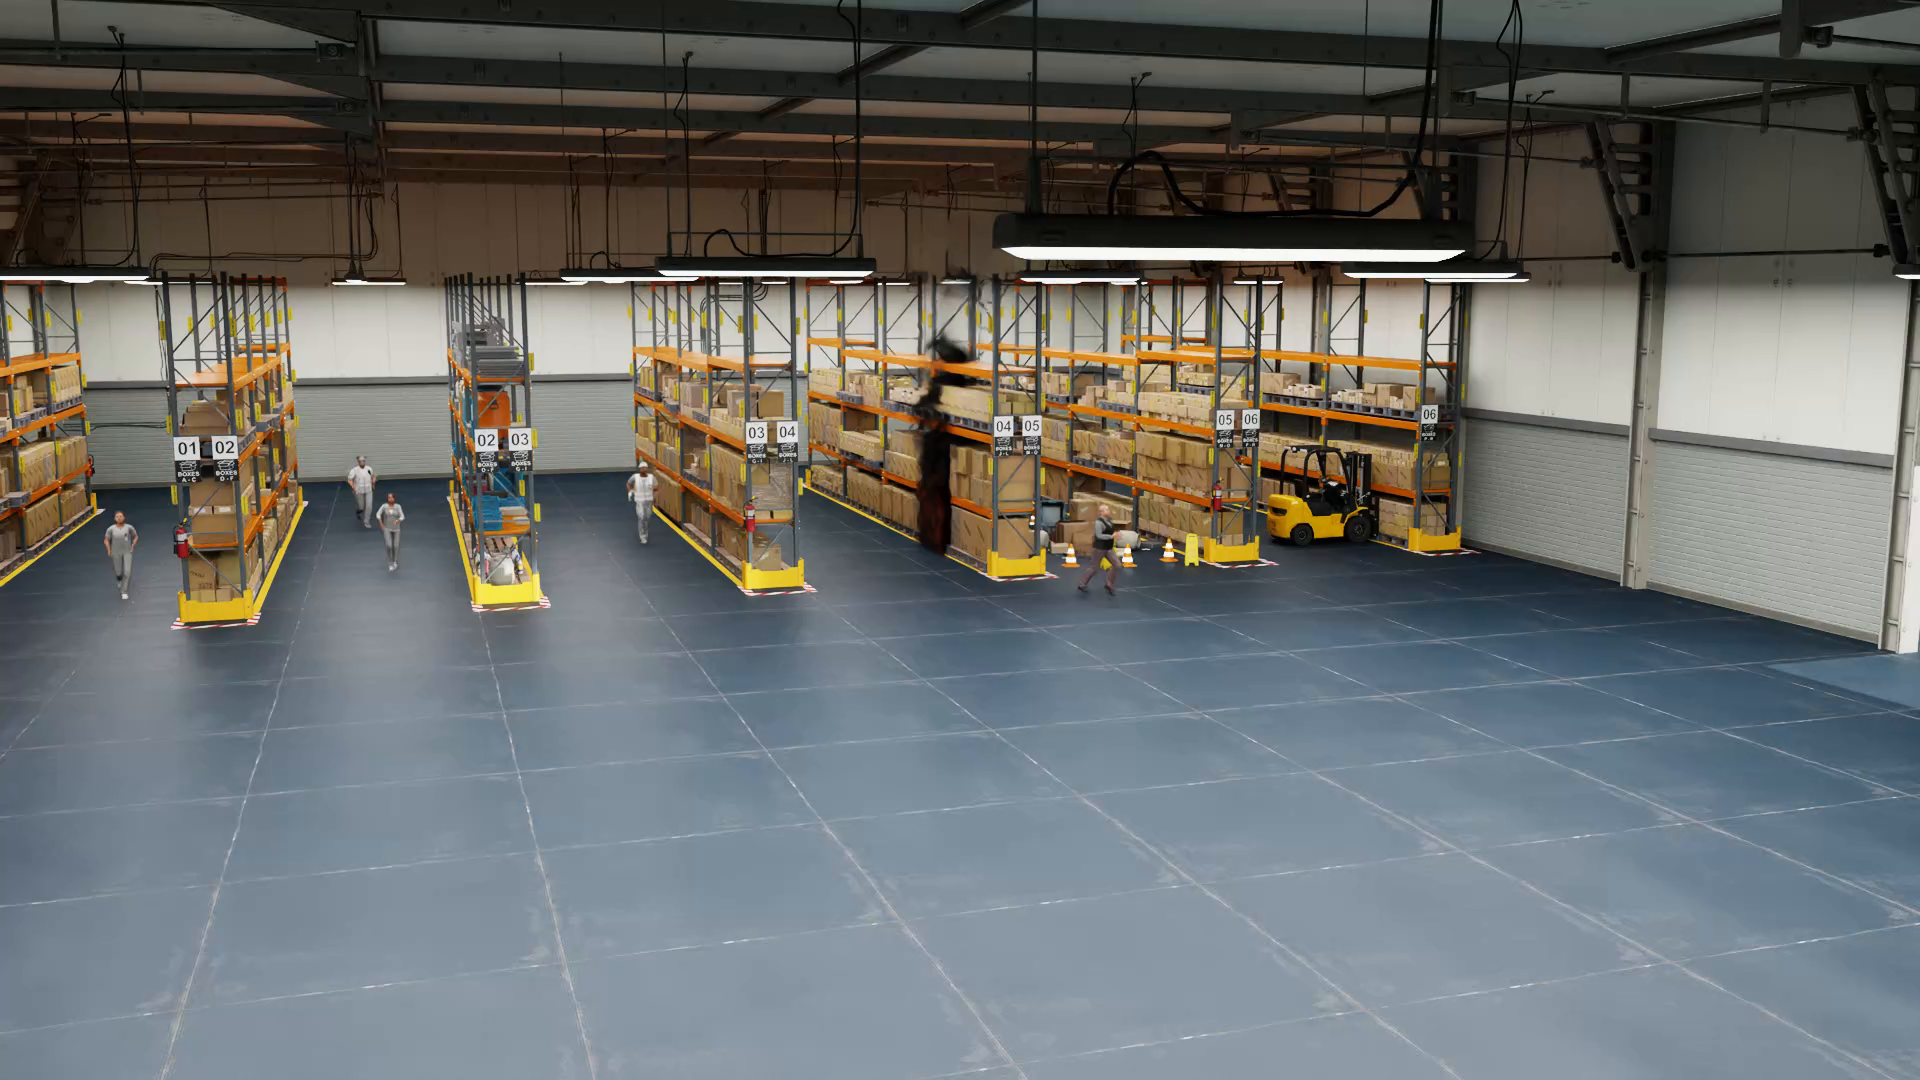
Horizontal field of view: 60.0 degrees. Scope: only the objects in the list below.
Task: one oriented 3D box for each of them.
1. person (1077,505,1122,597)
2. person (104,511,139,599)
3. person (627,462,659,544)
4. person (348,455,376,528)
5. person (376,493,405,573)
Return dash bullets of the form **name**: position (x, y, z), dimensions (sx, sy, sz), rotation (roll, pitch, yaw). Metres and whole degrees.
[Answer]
- **person**: position (2.658, 0.203, 31.085), dimensions (0.884, 1.749, 0.660), rotation (6, 10, 34)
- **person**: position (-15.651, 0.259, 31.062), dimensions (0.556, 1.631, 0.636), rotation (-5, 10, -28)
- **person**: position (-7.181, -0.865, 37.784), dimensions (0.667, 1.827, 0.861), rotation (-4, 9, -24)
- **person**: position (-14.436, -1.188, 40.223), dimensions (0.668, 1.757, 0.735), rotation (-5, 10, -31)
- **person**: position (-11.587, -0.148, 33.877), dimensions (0.508, 1.646, 0.620), rotation (-4, 10, -25)
